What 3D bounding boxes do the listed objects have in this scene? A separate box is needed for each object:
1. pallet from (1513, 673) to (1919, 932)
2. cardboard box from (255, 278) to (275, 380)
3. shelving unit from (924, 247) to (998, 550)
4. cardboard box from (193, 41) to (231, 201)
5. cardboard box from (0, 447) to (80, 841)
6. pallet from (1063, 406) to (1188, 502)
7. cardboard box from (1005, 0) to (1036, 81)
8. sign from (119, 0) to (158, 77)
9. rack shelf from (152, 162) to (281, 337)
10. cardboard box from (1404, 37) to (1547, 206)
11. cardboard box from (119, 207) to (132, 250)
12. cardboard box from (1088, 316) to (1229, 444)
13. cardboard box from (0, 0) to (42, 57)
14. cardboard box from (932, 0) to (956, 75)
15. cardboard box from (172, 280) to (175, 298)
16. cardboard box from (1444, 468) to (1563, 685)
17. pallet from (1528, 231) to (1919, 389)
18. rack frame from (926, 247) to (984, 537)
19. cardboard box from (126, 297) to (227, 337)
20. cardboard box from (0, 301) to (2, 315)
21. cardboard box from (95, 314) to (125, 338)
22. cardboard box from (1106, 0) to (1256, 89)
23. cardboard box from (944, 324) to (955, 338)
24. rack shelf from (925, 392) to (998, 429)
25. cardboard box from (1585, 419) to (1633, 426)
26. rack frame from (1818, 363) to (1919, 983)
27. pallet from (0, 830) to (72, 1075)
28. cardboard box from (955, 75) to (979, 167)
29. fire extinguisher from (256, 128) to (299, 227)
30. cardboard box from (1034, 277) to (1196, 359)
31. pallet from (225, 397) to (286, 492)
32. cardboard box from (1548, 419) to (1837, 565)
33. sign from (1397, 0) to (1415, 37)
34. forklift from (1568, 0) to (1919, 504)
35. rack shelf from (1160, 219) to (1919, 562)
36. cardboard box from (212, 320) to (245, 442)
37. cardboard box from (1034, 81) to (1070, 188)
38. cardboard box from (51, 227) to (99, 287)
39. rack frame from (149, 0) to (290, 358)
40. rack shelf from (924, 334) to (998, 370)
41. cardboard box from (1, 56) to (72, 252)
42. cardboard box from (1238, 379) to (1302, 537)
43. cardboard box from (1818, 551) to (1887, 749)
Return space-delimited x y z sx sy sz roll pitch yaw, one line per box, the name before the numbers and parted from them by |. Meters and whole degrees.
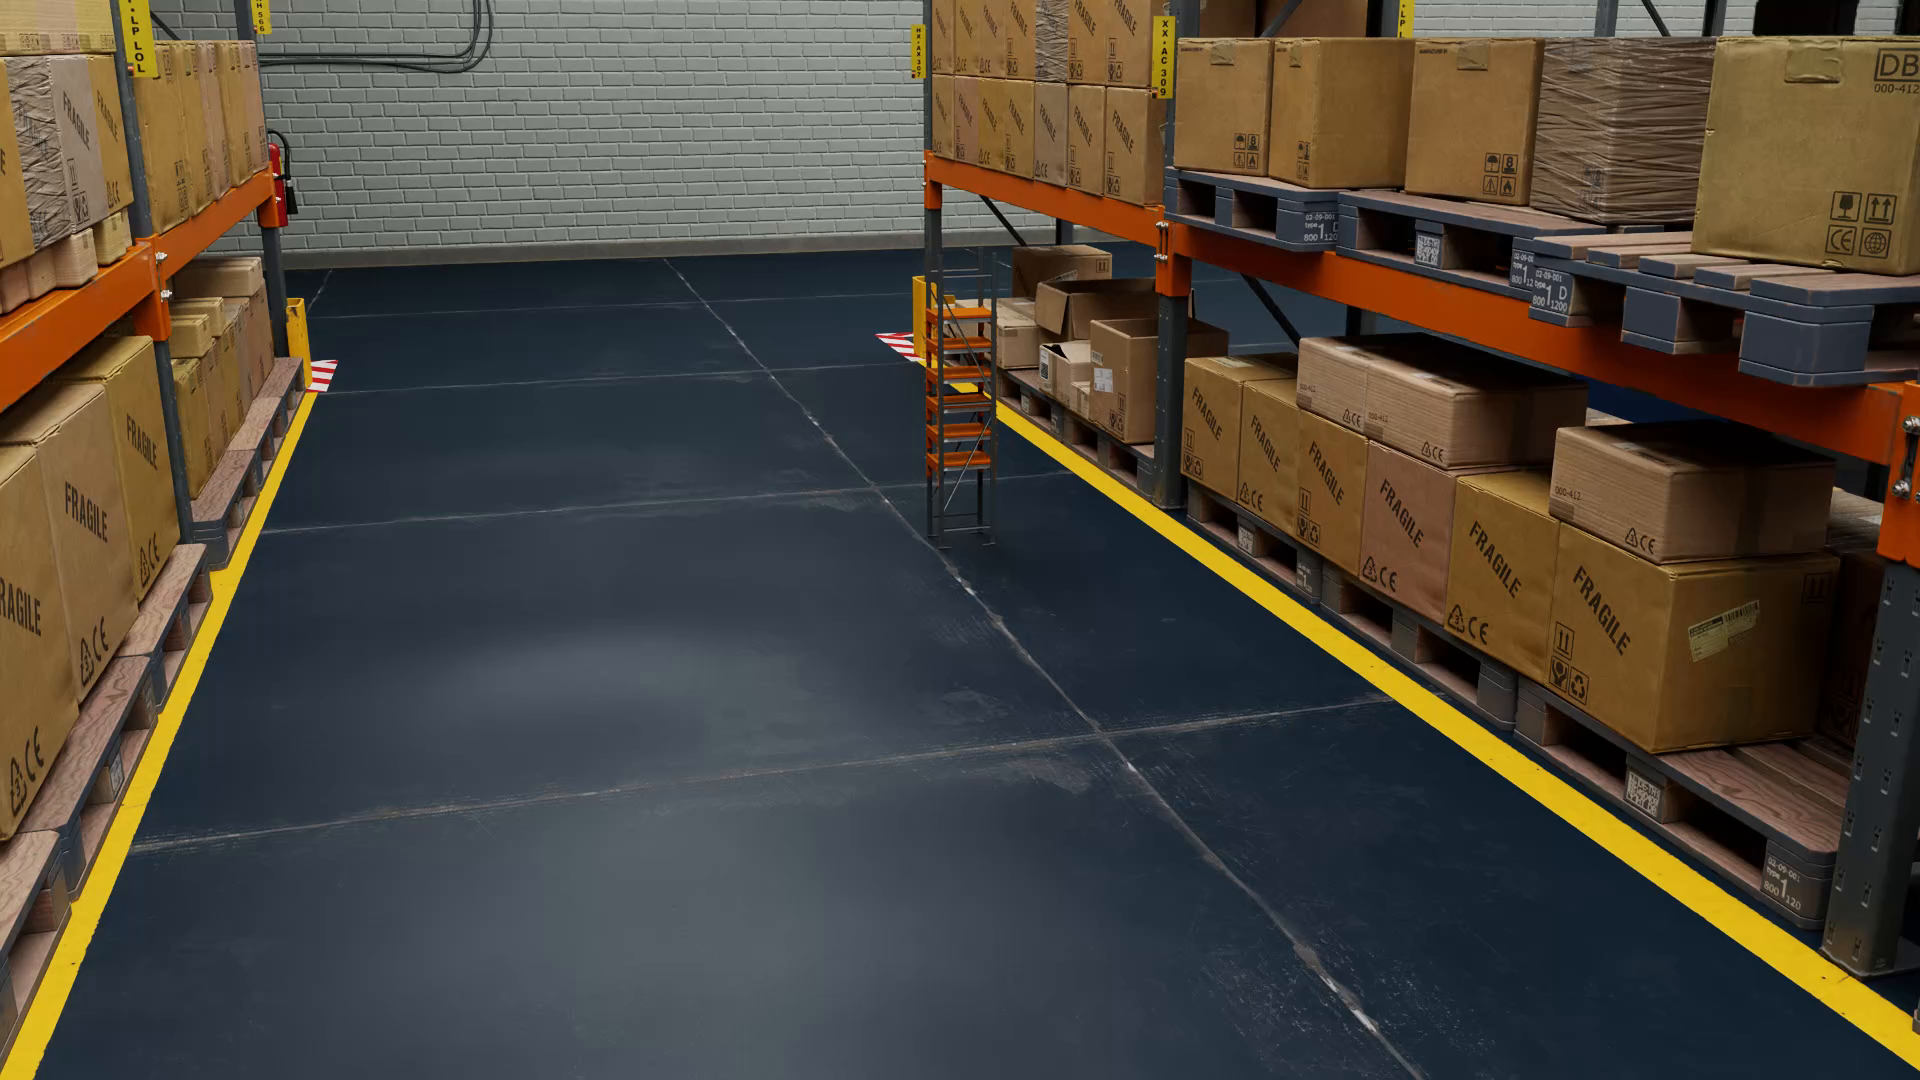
pallet | 2.291 0.613 4.543 1.003 0.211 1.213 -5 17 -15
cardboard box | -4.212 -1.151 9.185 0.700 0.500 0.500 -5 17 -15
shelving unit | 0.004 -0.571 6.766 0.258 1.200 0.189 -5 17 -15
cardboard box | -3.939 -1.924 7.622 0.980 0.700 0.700 -6 18 -18
cardboard box | -2.612 0.252 3.906 0.750 0.750 0.750 -5 17 -16
pallet | 1.173 -0.473 8.161 1.003 0.211 1.213 -5 17 -15
cardboard box | 0.554 -2.685 8.766 0.500 0.500 0.500 -5 17 -16
sign | -2.882 -1.788 5.817 0.100 0.325 0.005 -5 17 -15
rack shelf | -3.951 -1.435 7.766 1.077 0.370 4.000 -5 17 -15
cardboard box | 1.906 -1.384 5.442 0.700 0.500 0.500 -10 19 -29
cardboard box | -3.036 -1.044 5.617 0.380 0.149 0.250 -5 17 -15
cardboard box | 0.931 -0.768 7.874 0.500 0.500 0.500 -5 17 -15
cardboard box | -2.755 -1.393 4.347 0.500 0.250 0.500 -4 17 -14
cardboard box | 0.130 -3.109 10.175 0.500 0.500 0.500 -4 17 -14
cardboard box | -4.299 -1.340 8.688 0.380 0.149 0.250 -5 17 -15
cardboard box | 1.835 0.091 5.017 0.500 0.500 0.500 -5 18 -17
pallet | 2.206 -0.603 4.078 1.213 0.211 1.003 -5 17 -15
rack frame | -0.021 -0.596 6.850 0.240 1.200 0.006 -5 17 -15
cardboard box | -3.570 -1.009 7.586 0.380 0.149 0.250 -5 17 -17
cardboard box | -2.667 -0.615 4.188 0.380 0.149 0.250 -4 17 -14
cardboard box | -3.879 -0.918 7.283 0.380 0.149 0.250 -5 18 -17
cardboard box | 0.973 -2.265 7.367 0.500 0.500 0.500 -5 17 -15
cardboard box | 0.115 -1.367 10.449 0.380 0.166 0.250 -5 17 -15
rack shelf | 0.004 -0.528 6.779 0.258 0.103 0.180 -5 17 -15
cardboard box | 2.179 -0.102 5.658 0.500 0.500 0.500 -5 18 -17
rack frame | 2.460 -0.513 3.444 1.000 3.000 0.127 -5 17 -15
pallet | -2.446 0.992 3.284 1.003 0.211 1.213 -5 17 -15
cardboard box | 0.277 -2.487 9.845 0.500 0.500 0.500 -5 17 -16
fire extinguisher | -4.098 -2.195 9.829 0.296 0.674 0.183 -5 17 -15
cardboard box | 0.839 -1.153 9.152 0.797 0.503 0.637 -5 17 -15
pallet | -3.874 -0.445 8.068 1.003 0.211 1.213 -5 17 -15
cardboard box | 1.958 -0.141 4.483 0.500 0.250 0.500 -4 17 -13
sign | 1.893 -2.218 7.110 0.100 0.325 0.005 -5 17 -15
forklift | 3.711 -1.289 6.147 1.130 2.935 3.031 -6 18 -18
rack shelf | 1.910 -0.721 5.389 1.077 0.370 4.000 -5 17 -15
cardboard box | -3.782 -0.727 7.772 0.700 0.500 0.500 -4 17 -14
cardboard box | 0.690 -2.069 8.453 0.500 0.500 0.500 -4 17 -14
cardboard box | -2.787 -0.833 4.912 0.380 0.149 0.250 -5 17 -15
rack frame | -4.500 -2.333 9.504 1.000 3.000 0.127 -5 17 -15
rack shelf | 0.004 -0.758 6.710 0.258 0.103 0.180 -5 17 -15
cardboard box | -2.752 -1.038 4.470 0.500 0.500 0.500 -5 17 -15
cardboard box | 1.417 -0.333 6.426 0.500 0.500 0.500 -4 17 -14
cardboard box | 2.610 0.325 4.235 0.500 0.500 0.500 -4 17 -13
